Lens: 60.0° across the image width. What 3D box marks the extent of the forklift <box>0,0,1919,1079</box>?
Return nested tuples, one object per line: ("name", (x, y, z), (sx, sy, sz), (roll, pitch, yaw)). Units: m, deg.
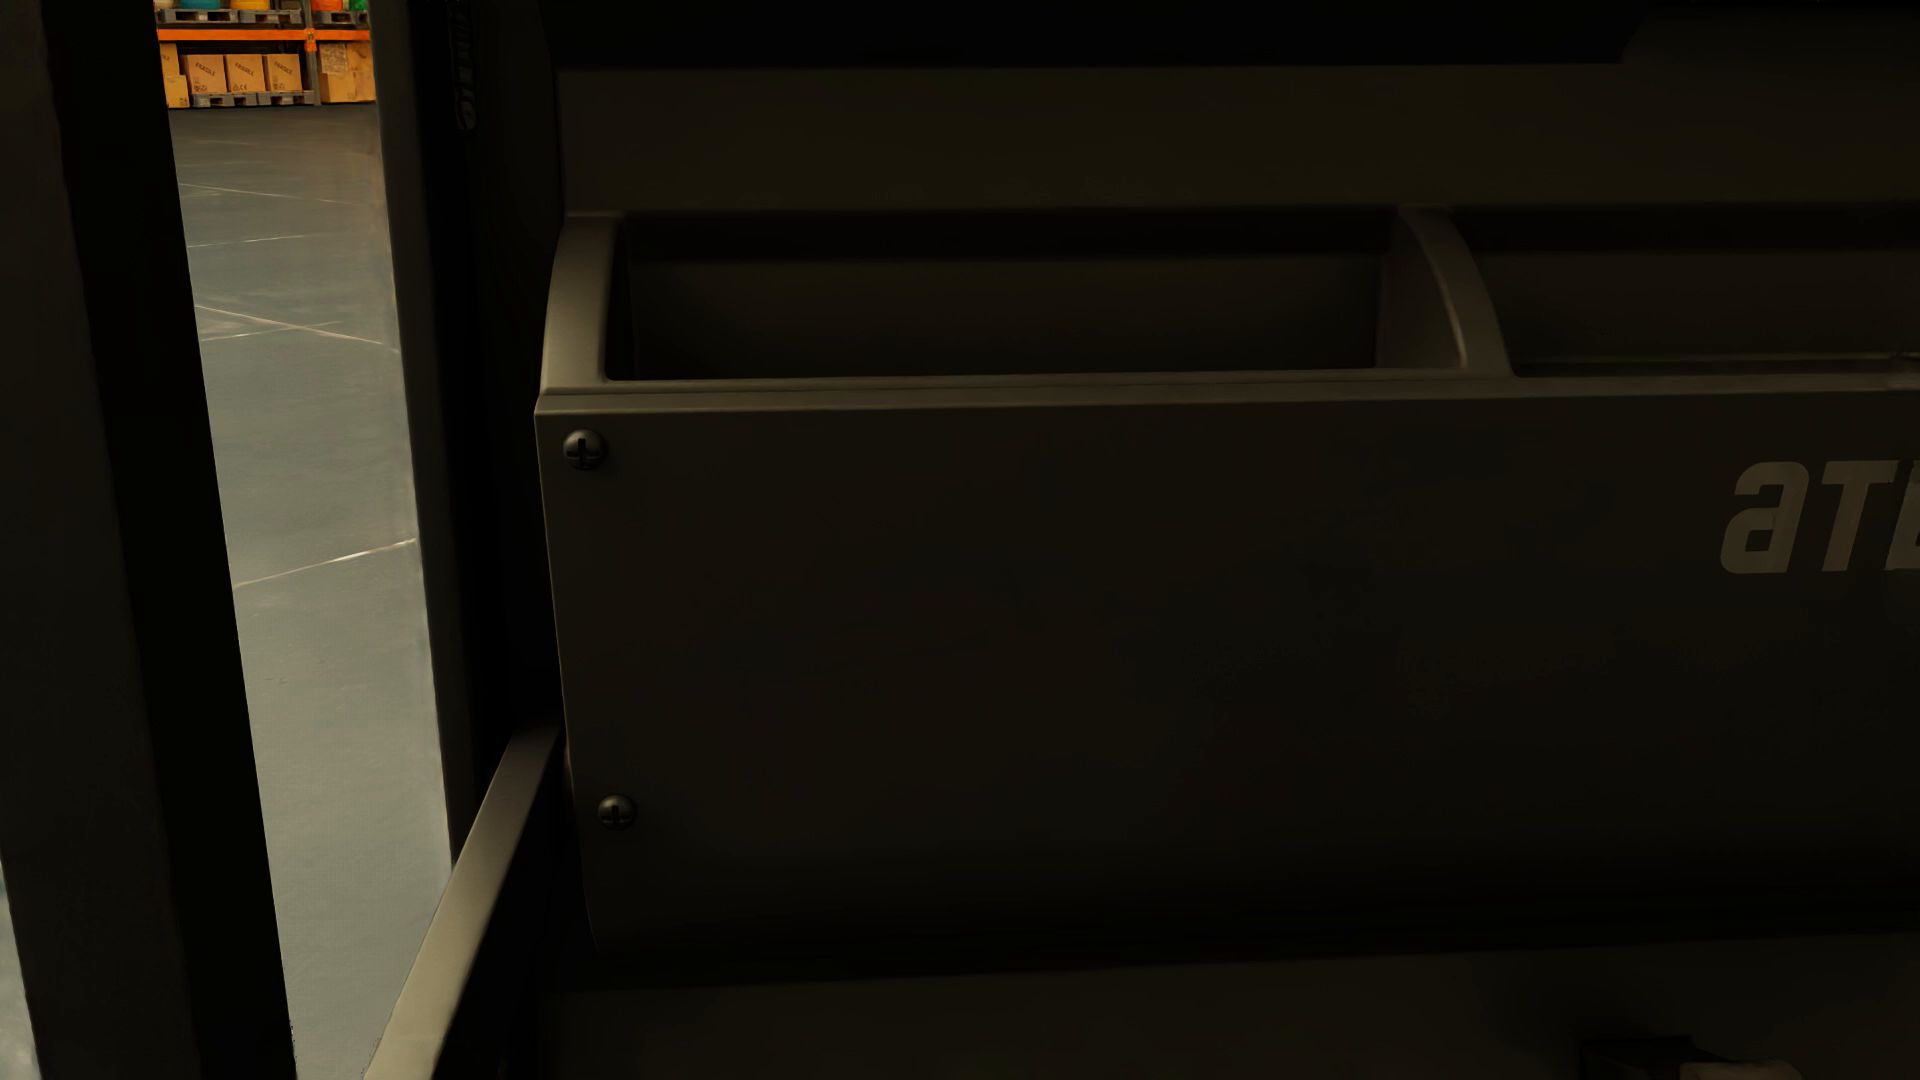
("forklift", (0.281, -0.496, 0.530), (1.130, 2.935, 3.031), (-1, 17, -5))
